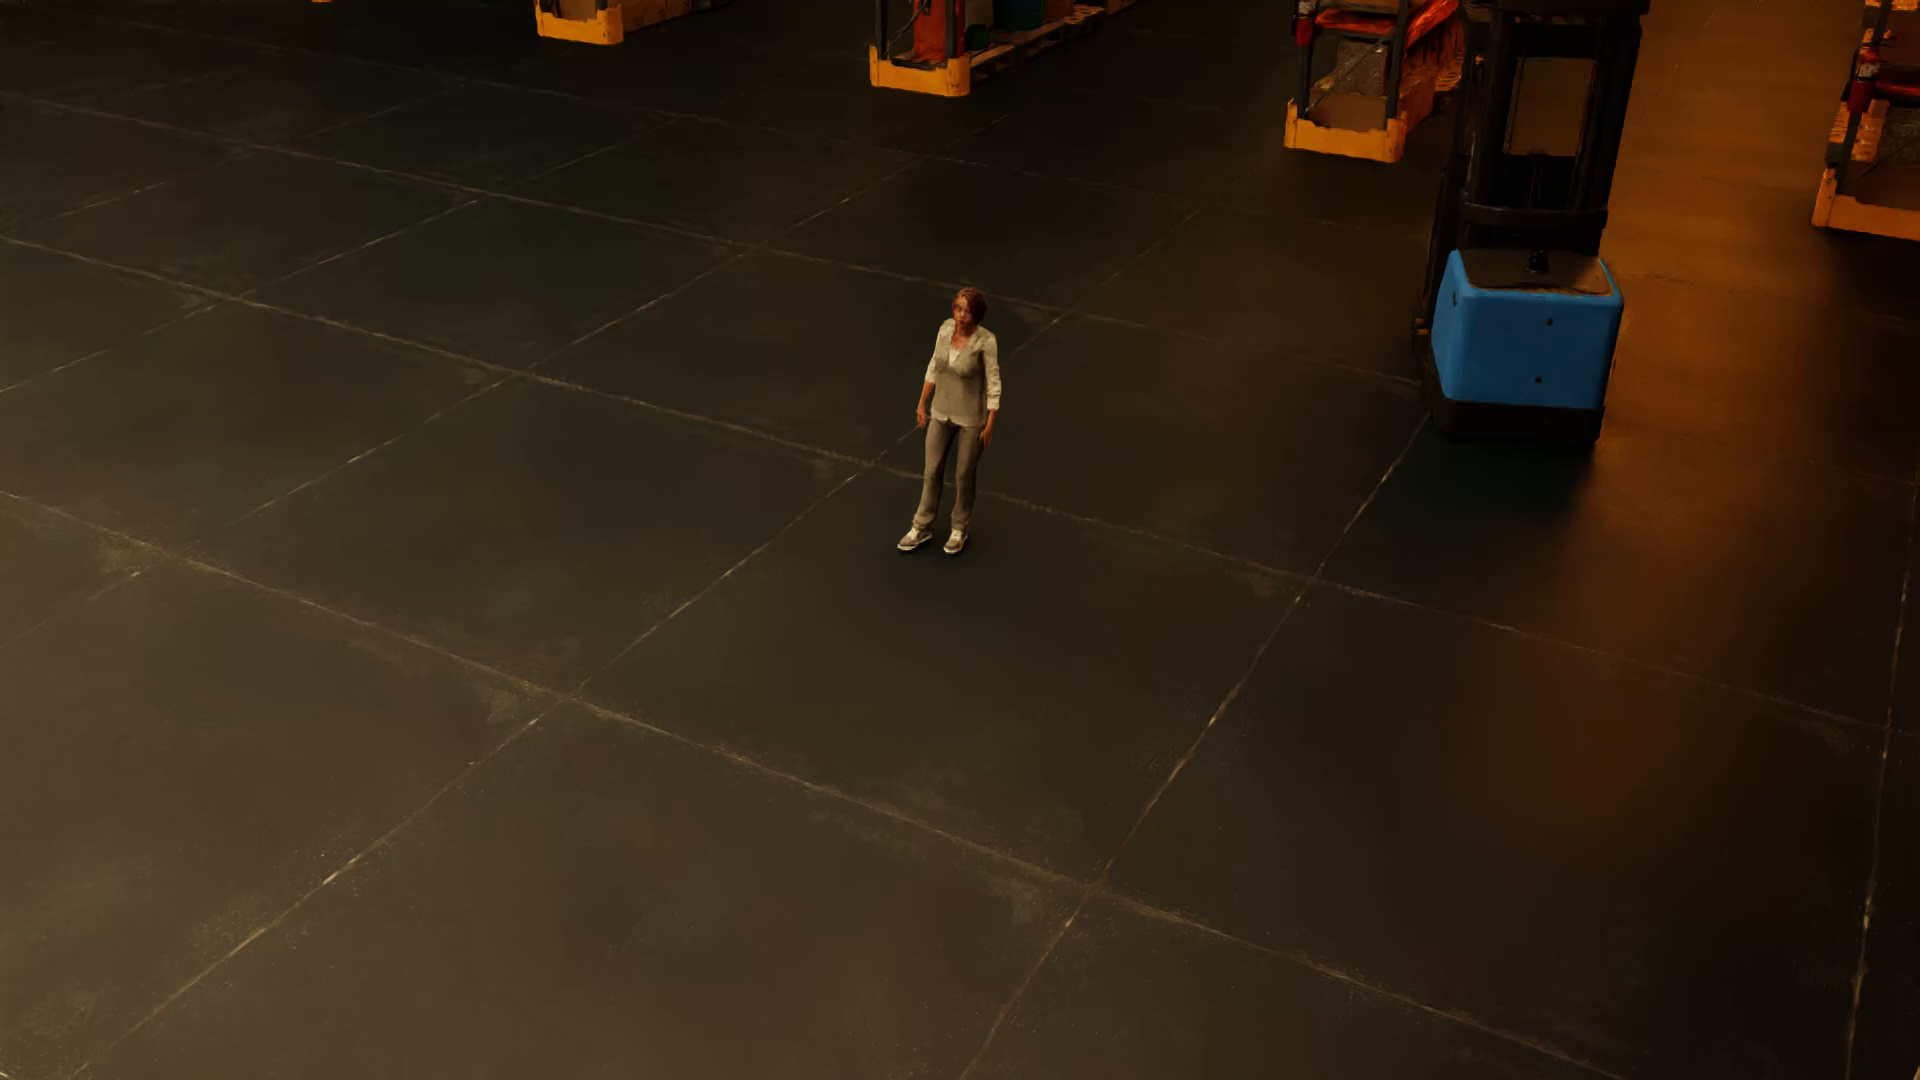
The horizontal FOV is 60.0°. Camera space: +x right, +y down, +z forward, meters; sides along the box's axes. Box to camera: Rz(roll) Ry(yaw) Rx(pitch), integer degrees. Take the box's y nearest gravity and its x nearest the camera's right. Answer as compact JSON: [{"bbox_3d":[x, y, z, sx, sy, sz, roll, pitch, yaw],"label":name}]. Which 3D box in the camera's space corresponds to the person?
[{"bbox_3d":[-0.048,-0.663,9.553,0.521,1.583,0.474,15,33,25],"label":"person"}]

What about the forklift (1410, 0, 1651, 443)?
[{"bbox_3d":[3.940,-2.630,11.627,1.130,2.935,3.031,4,30,8],"label":"forklift"}]
